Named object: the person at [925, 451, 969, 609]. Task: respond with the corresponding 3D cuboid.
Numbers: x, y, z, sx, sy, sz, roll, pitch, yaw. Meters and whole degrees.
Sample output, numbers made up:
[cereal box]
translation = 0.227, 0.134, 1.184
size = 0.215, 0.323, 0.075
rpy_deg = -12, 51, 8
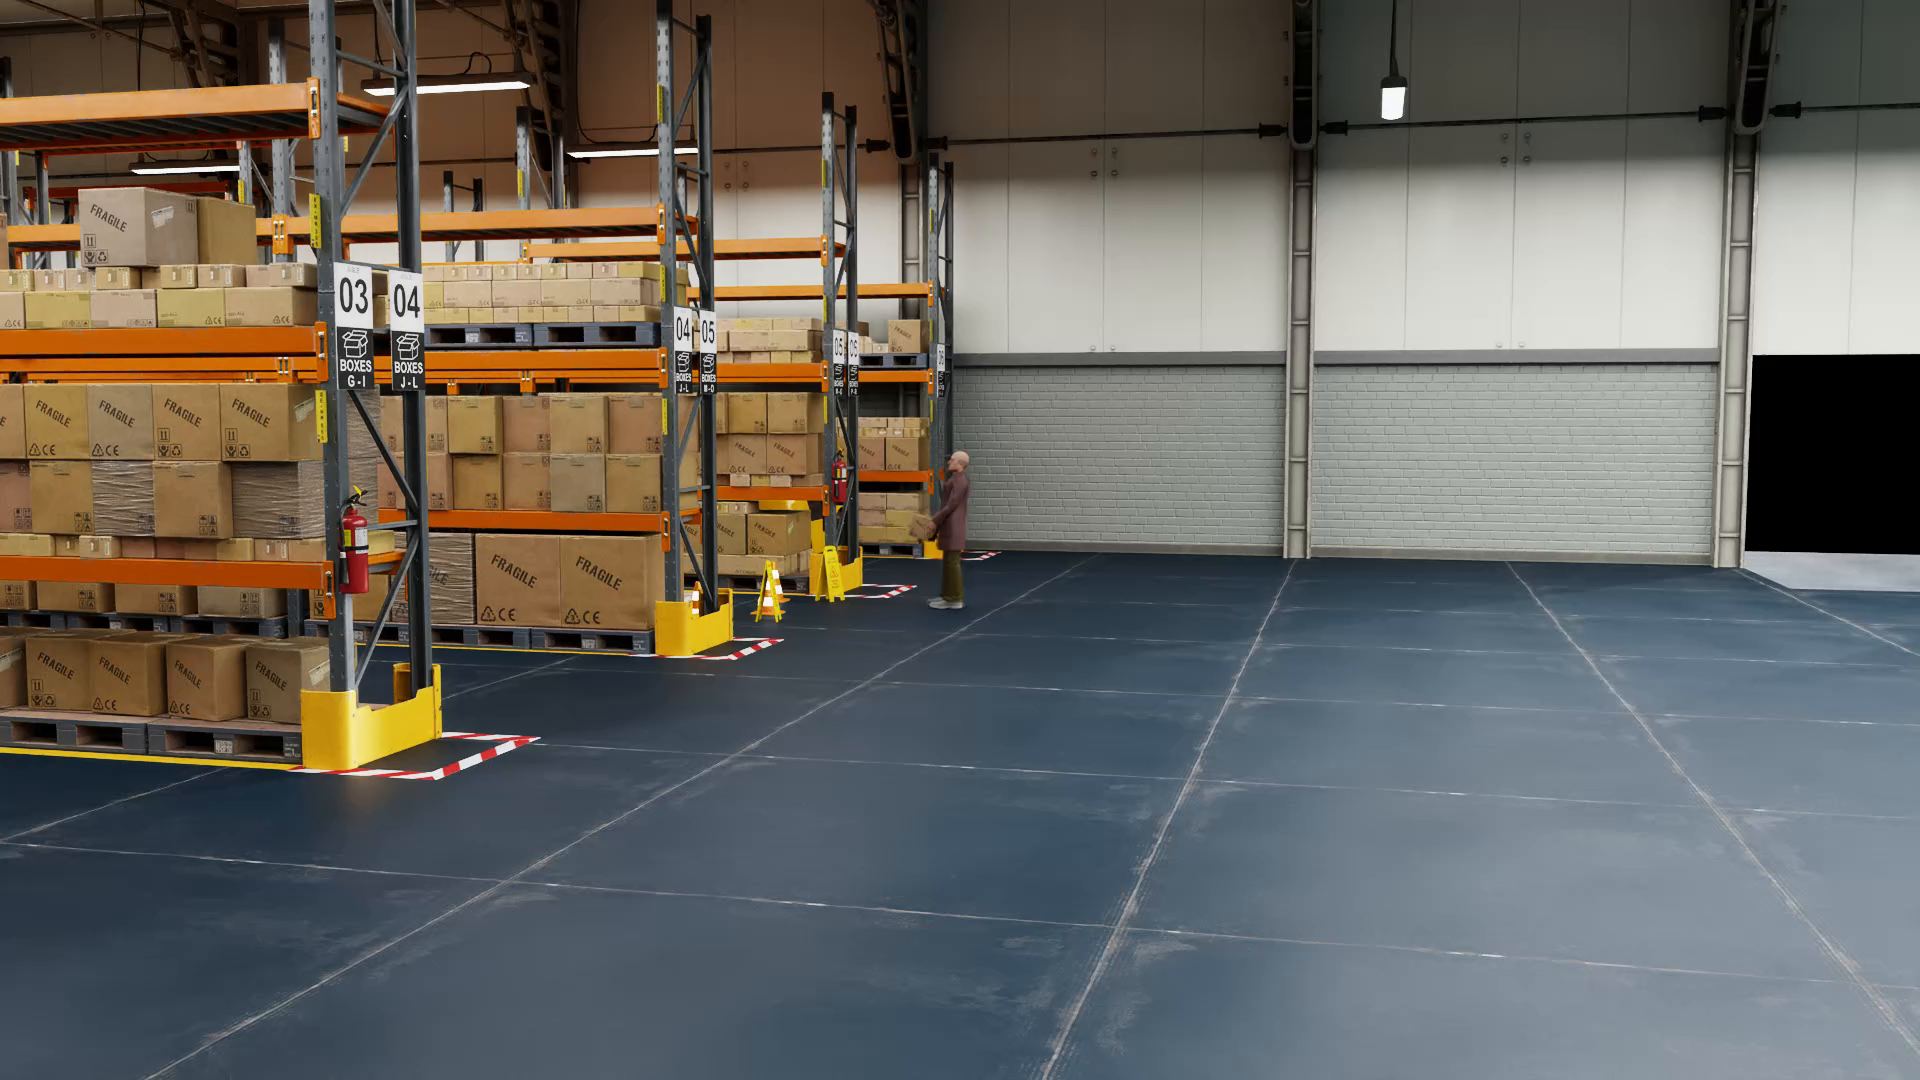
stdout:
[person]
translation = -0.147, -0.114, 18.777
size = 0.497, 1.782, 0.588
rpy_deg = 0, 5, 1
